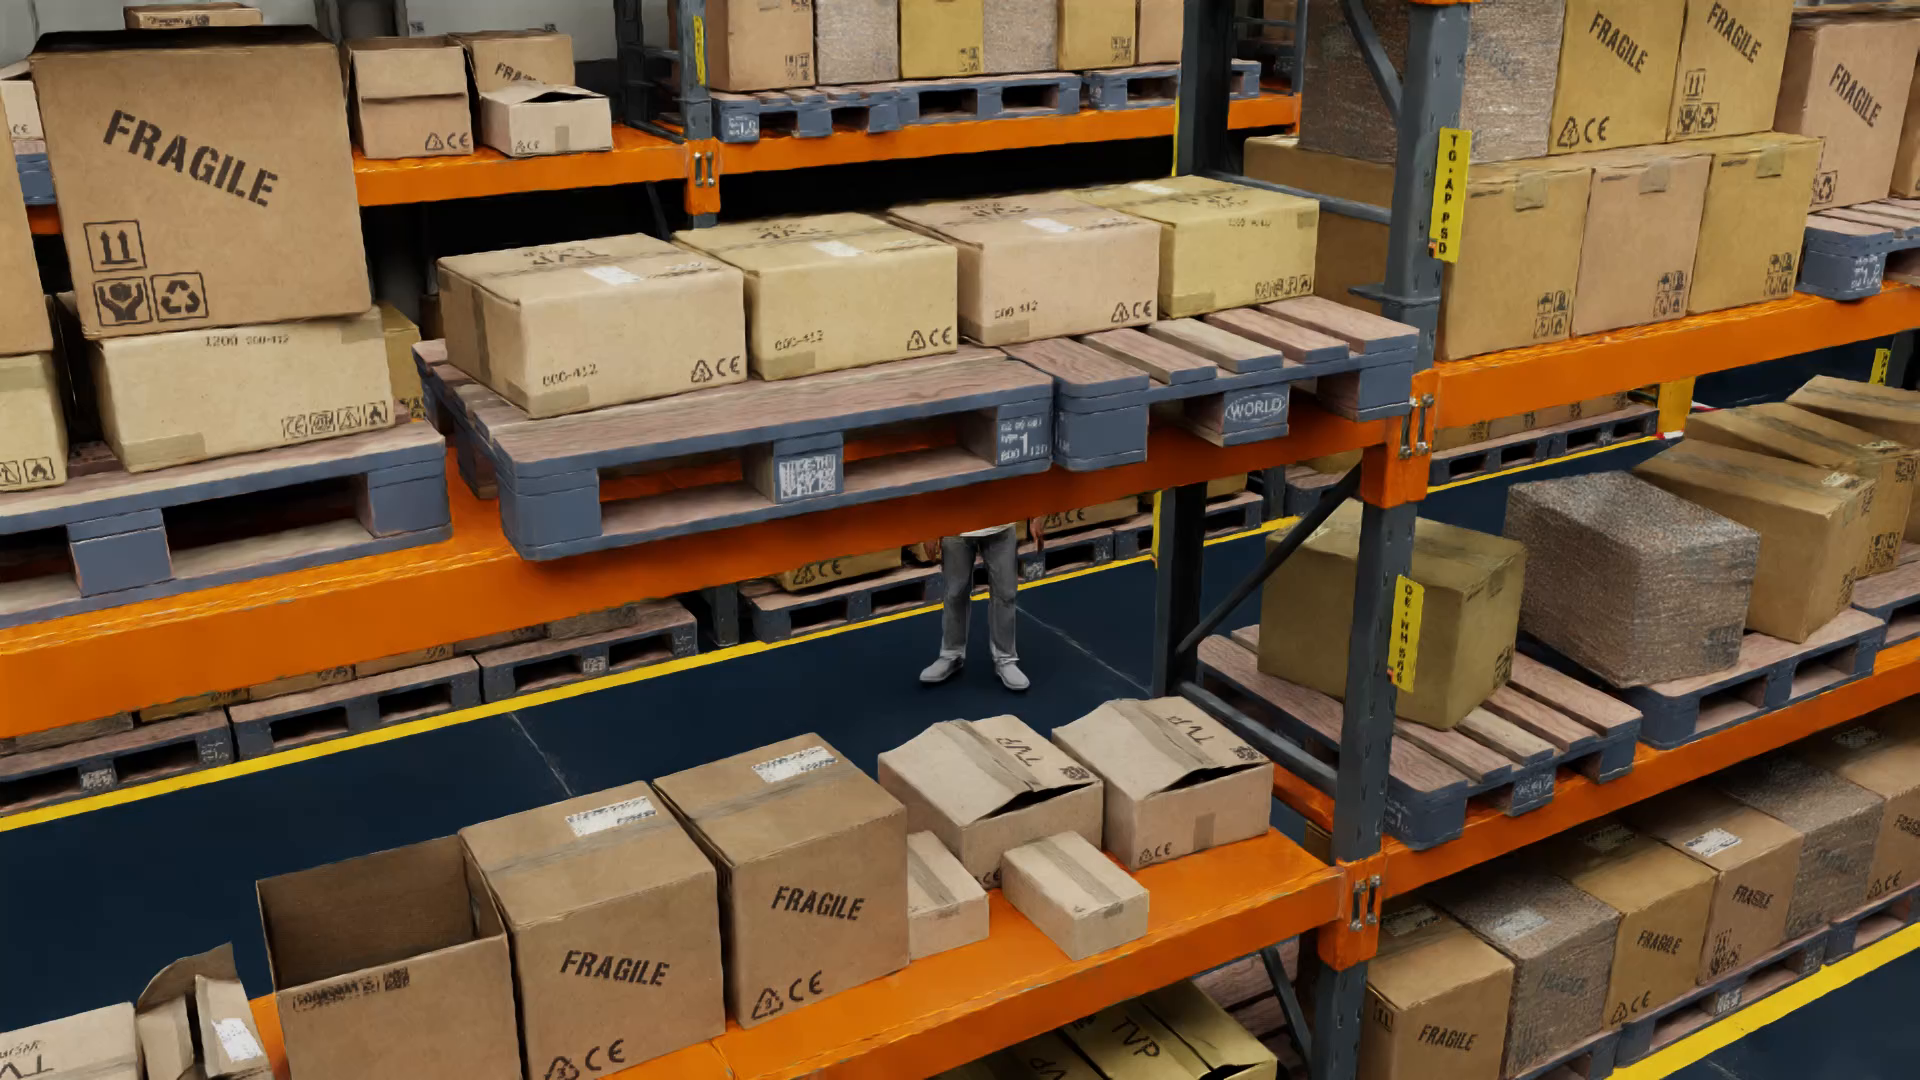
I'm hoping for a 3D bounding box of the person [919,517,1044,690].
[{"bbox_3d":[0.111,-0.070,8.663,0.664,1.761,0.381,-2,22,-4],"label":"person"}]
